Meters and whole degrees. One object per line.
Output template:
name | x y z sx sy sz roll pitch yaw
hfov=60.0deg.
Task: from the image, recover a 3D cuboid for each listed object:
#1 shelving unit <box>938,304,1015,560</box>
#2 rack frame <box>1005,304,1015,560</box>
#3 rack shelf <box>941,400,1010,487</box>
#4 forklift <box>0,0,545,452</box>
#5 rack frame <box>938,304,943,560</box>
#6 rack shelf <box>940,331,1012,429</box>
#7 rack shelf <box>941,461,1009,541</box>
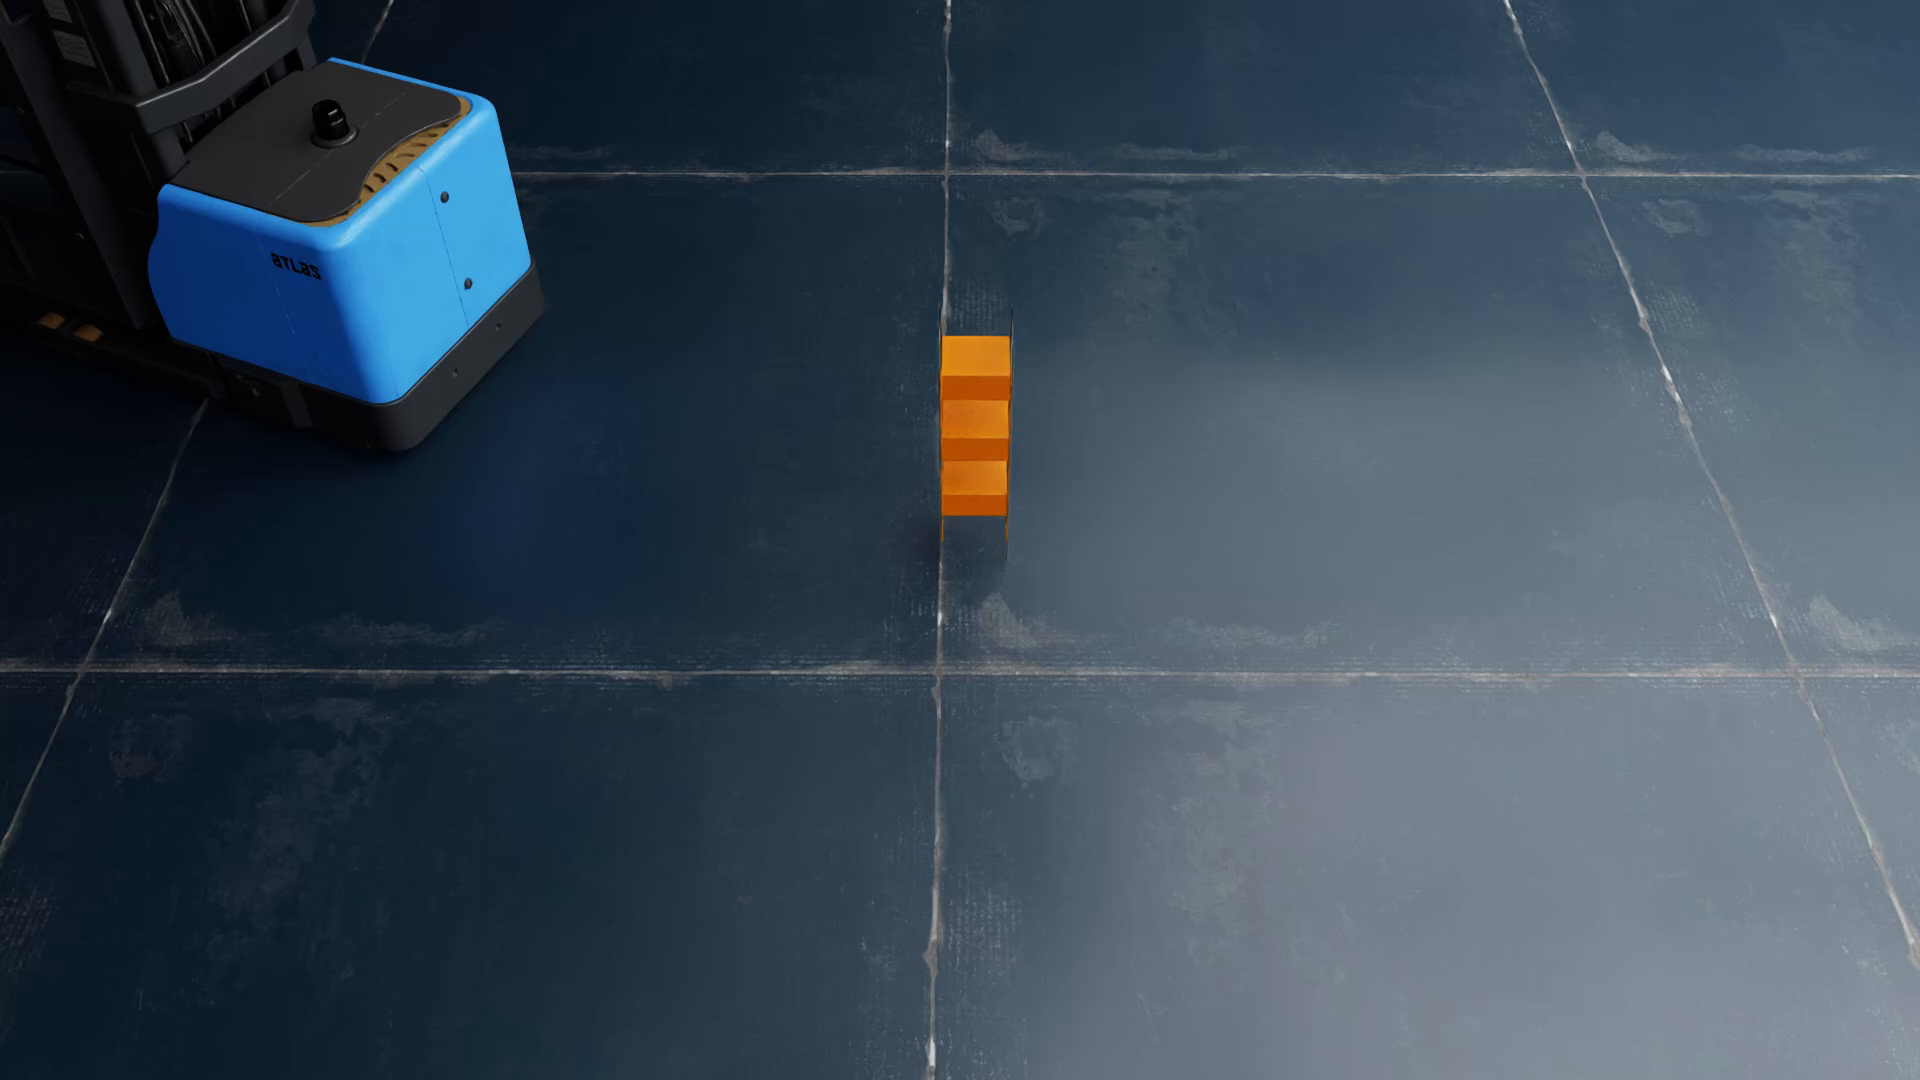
shelving unit | 0.054 -0.358 5.866 0.252 1.050 0.215 0 47 0
rack frame | 0.176 -0.357 5.865 0.008 1.050 0.200 0 47 0
rack shelf | 0.054 -0.350 5.873 0.240 0.259 0.215 0 47 0
forklift | -3.326 -2.063 6.168 3.031 2.935 1.130 18 50 16
rack frame | -0.068 -0.358 5.866 0.008 1.050 0.200 0 47 0
rack shelf | 0.054 -0.544 5.666 0.240 0.259 0.215 0 47 0
rack shelf | 0.054 -0.161 6.077 0.240 0.259 0.215 0 47 0
